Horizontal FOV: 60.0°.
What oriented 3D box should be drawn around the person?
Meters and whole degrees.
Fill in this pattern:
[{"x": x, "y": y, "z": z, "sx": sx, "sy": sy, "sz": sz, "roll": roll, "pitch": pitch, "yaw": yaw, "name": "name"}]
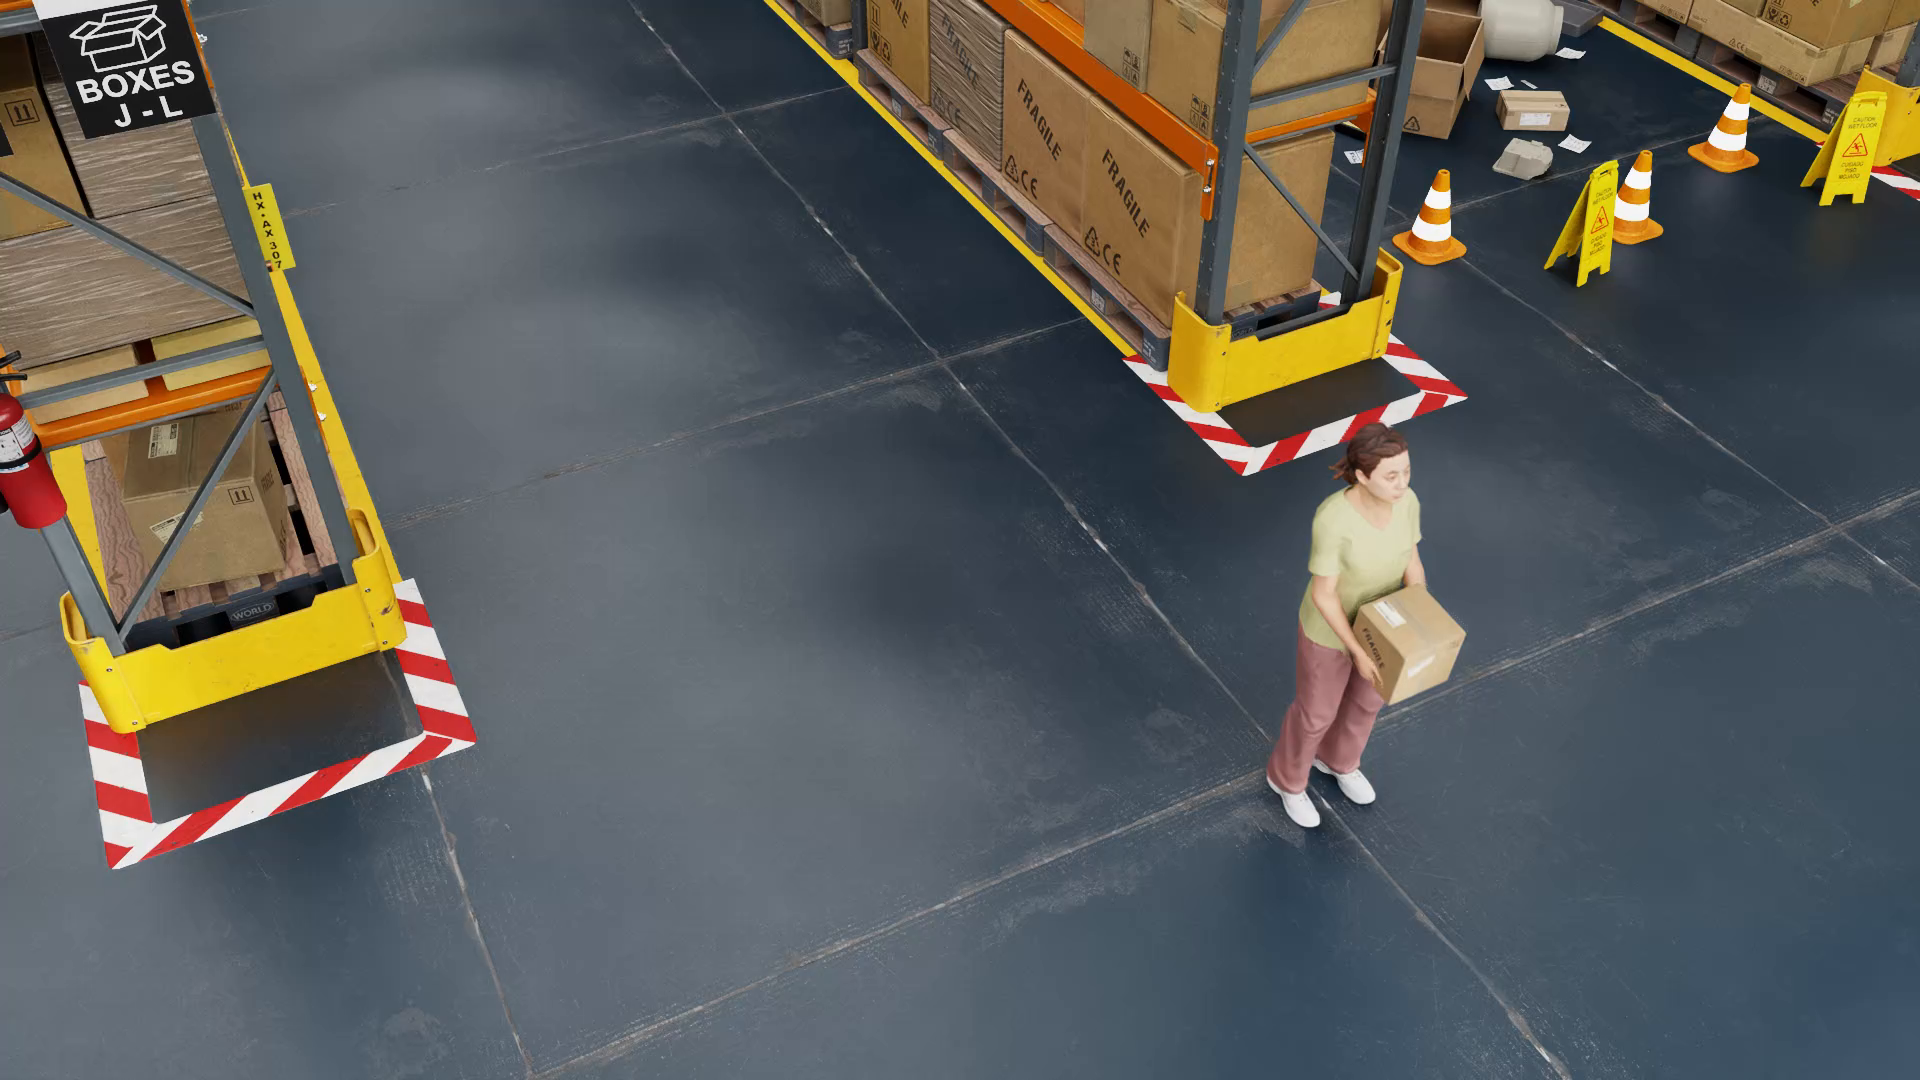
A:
[{"x": 1.393, "y": 0.339, "z": 5.775, "sx": 0.452, "sy": 1.672, "sz": 0.523, "roll": -19, "pitch": 45, "yaw": -20, "name": "person"}]
